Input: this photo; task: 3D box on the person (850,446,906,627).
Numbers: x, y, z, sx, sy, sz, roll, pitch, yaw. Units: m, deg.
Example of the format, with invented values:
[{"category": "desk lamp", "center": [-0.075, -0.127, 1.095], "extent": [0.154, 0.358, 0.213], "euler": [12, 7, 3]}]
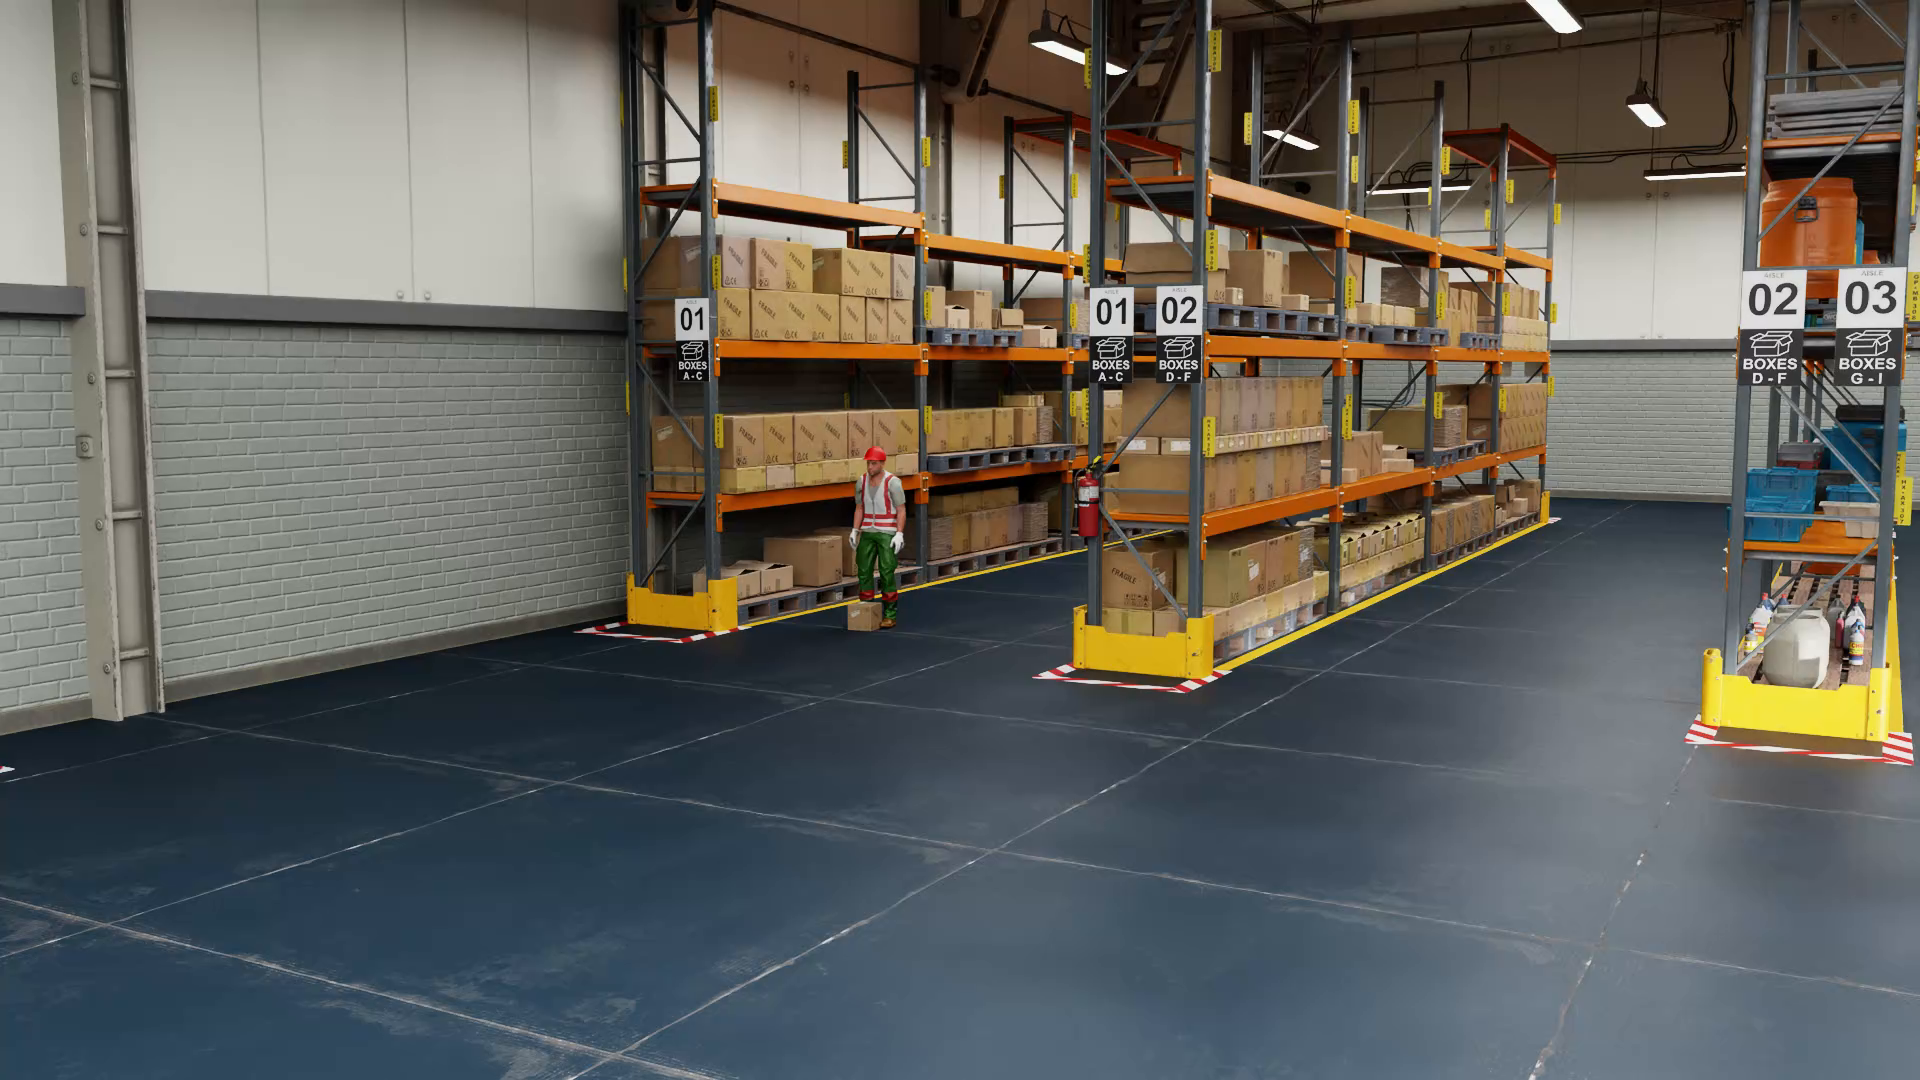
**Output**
[{"category": "person", "center": [-0.818, -0.035, 16.346], "extent": [0.604, 1.778, 0.453], "euler": [3, 7, 28]}]
